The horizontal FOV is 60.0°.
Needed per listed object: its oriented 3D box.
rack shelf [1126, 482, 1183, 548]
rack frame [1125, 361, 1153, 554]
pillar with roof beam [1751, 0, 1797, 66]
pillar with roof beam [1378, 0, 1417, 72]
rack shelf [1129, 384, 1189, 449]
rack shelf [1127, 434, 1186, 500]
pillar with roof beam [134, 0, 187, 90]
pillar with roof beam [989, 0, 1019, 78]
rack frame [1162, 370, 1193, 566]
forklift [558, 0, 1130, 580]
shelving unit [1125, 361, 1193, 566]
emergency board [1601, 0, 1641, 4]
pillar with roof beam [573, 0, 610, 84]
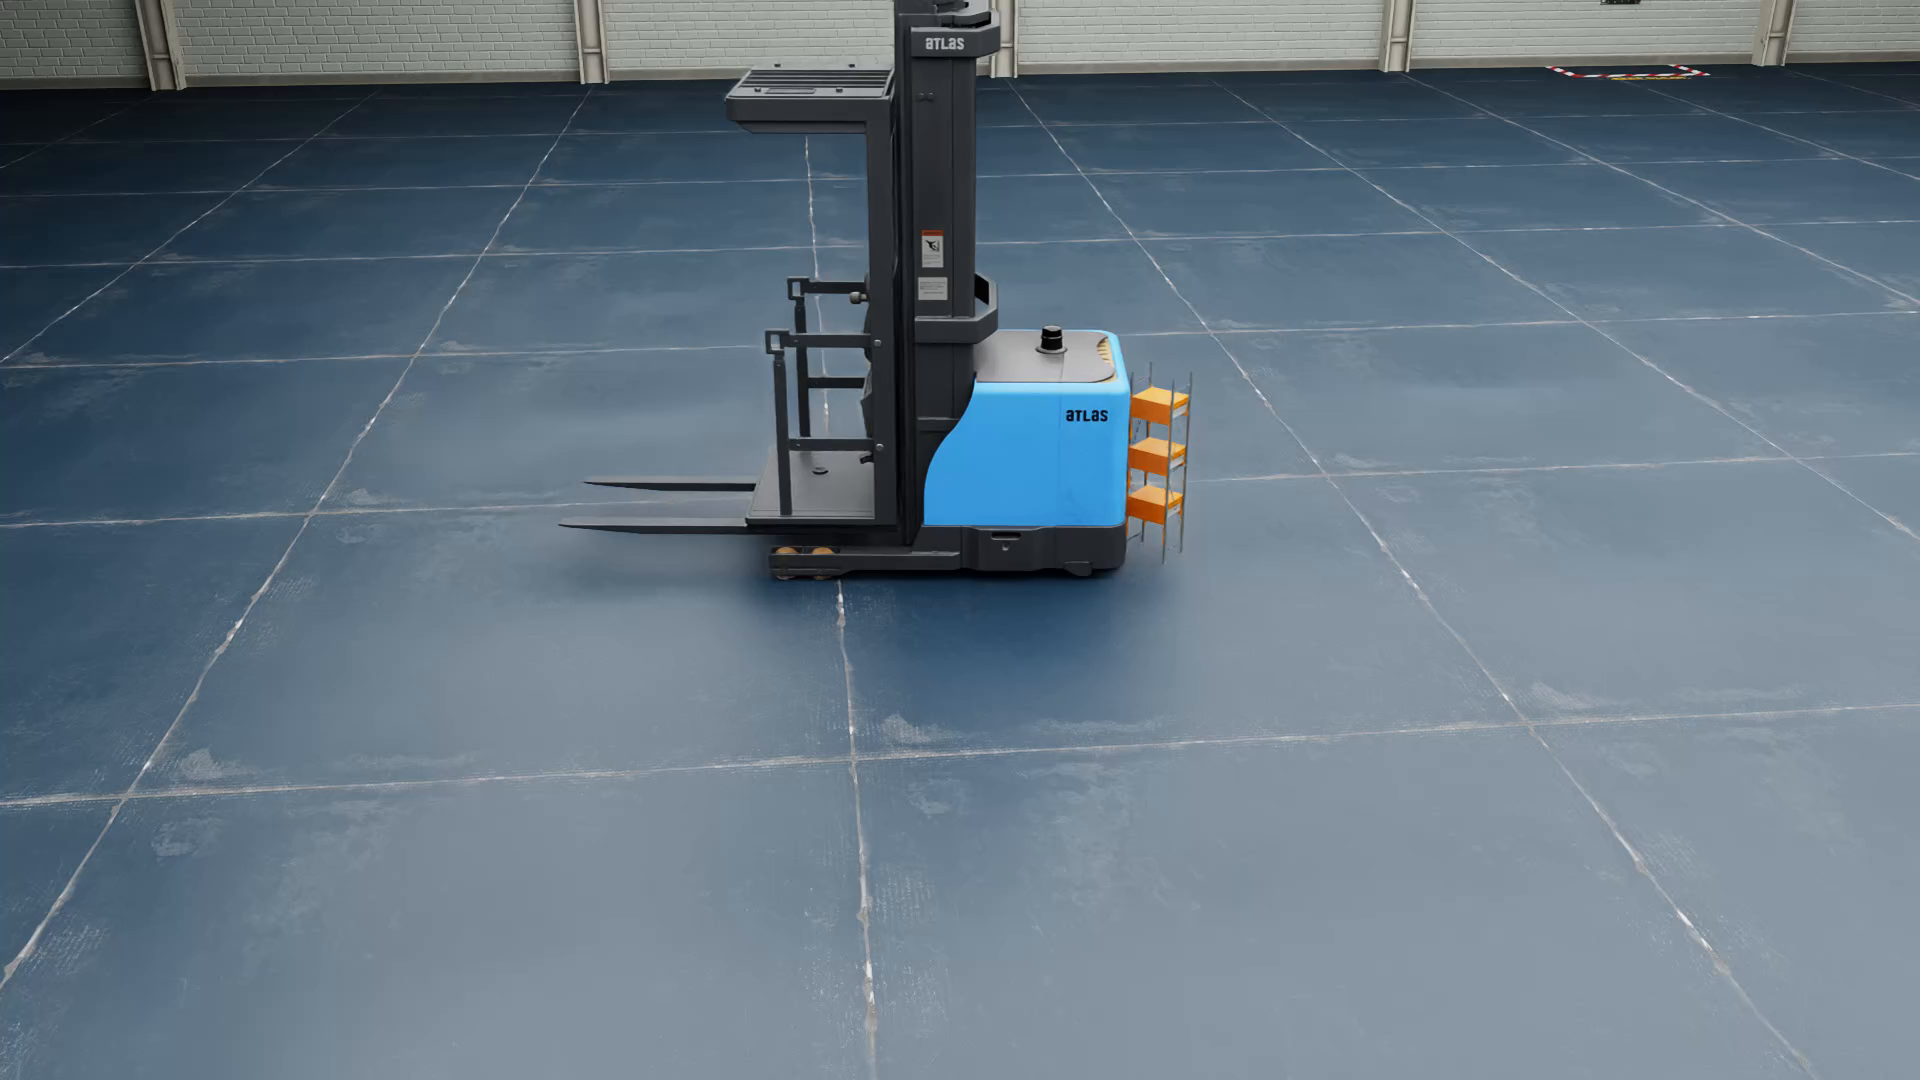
[{"bbox_3d":[1.052,-0.139,8.980,0.240,0.259,0.215,17,29,34],"label":"rack shelf"},{"bbox_3d":[0.955,-0.432,8.930,0.008,1.050,0.200,17,29,34],"label":"rack frame"},{"bbox_3d":[13.009,-9.783,20.181,0.400,9.000,9.100,-2,24,-5],"label":"pillar with roof beam"},{"bbox_3d":[7.038,-9.544,19.642,0.400,9.000,9.100,-2,24,-5],"label":"pillar with roof beam"},{"bbox_3d":[1.052,-0.652,8.752,0.240,0.259,0.215,17,29,34],"label":"rack shelf"},{"bbox_3d":[1.052,-0.393,8.867,0.240,0.259,0.215,17,29,34],"label":"rack shelf"},{"bbox_3d":[-10.875,-8.825,18.026,0.400,9.000,9.100,-2,24,-5],"label":"pillar with roof beam"},{"bbox_3d":[1.067,-9.304,19.103,0.400,9.000,9.100,-2,24,-5],"label":"pillar with roof beam"},{"bbox_3d":[1.149,-0.372,8.795,0.008,1.050,0.200,17,29,34],"label":"rack frame"},{"bbox_3d":[-0.632,-1.344,8.665,3.031,2.935,1.130,0,24,1],"label":"forklift"},{"bbox_3d":[1.052,-0.402,8.863,0.252,1.050,0.215,17,29,34],"label":"shelving unit"},{"bbox_3d":[10.112,-8.706,25.143,0.626,1.169,0.157,-2,24,-5],"label":"emergency board"},{"bbox_3d":[-4.904,-9.065,18.565,0.400,9.000,9.100,-2,24,-5],"label":"pillar with roof beam"}]
